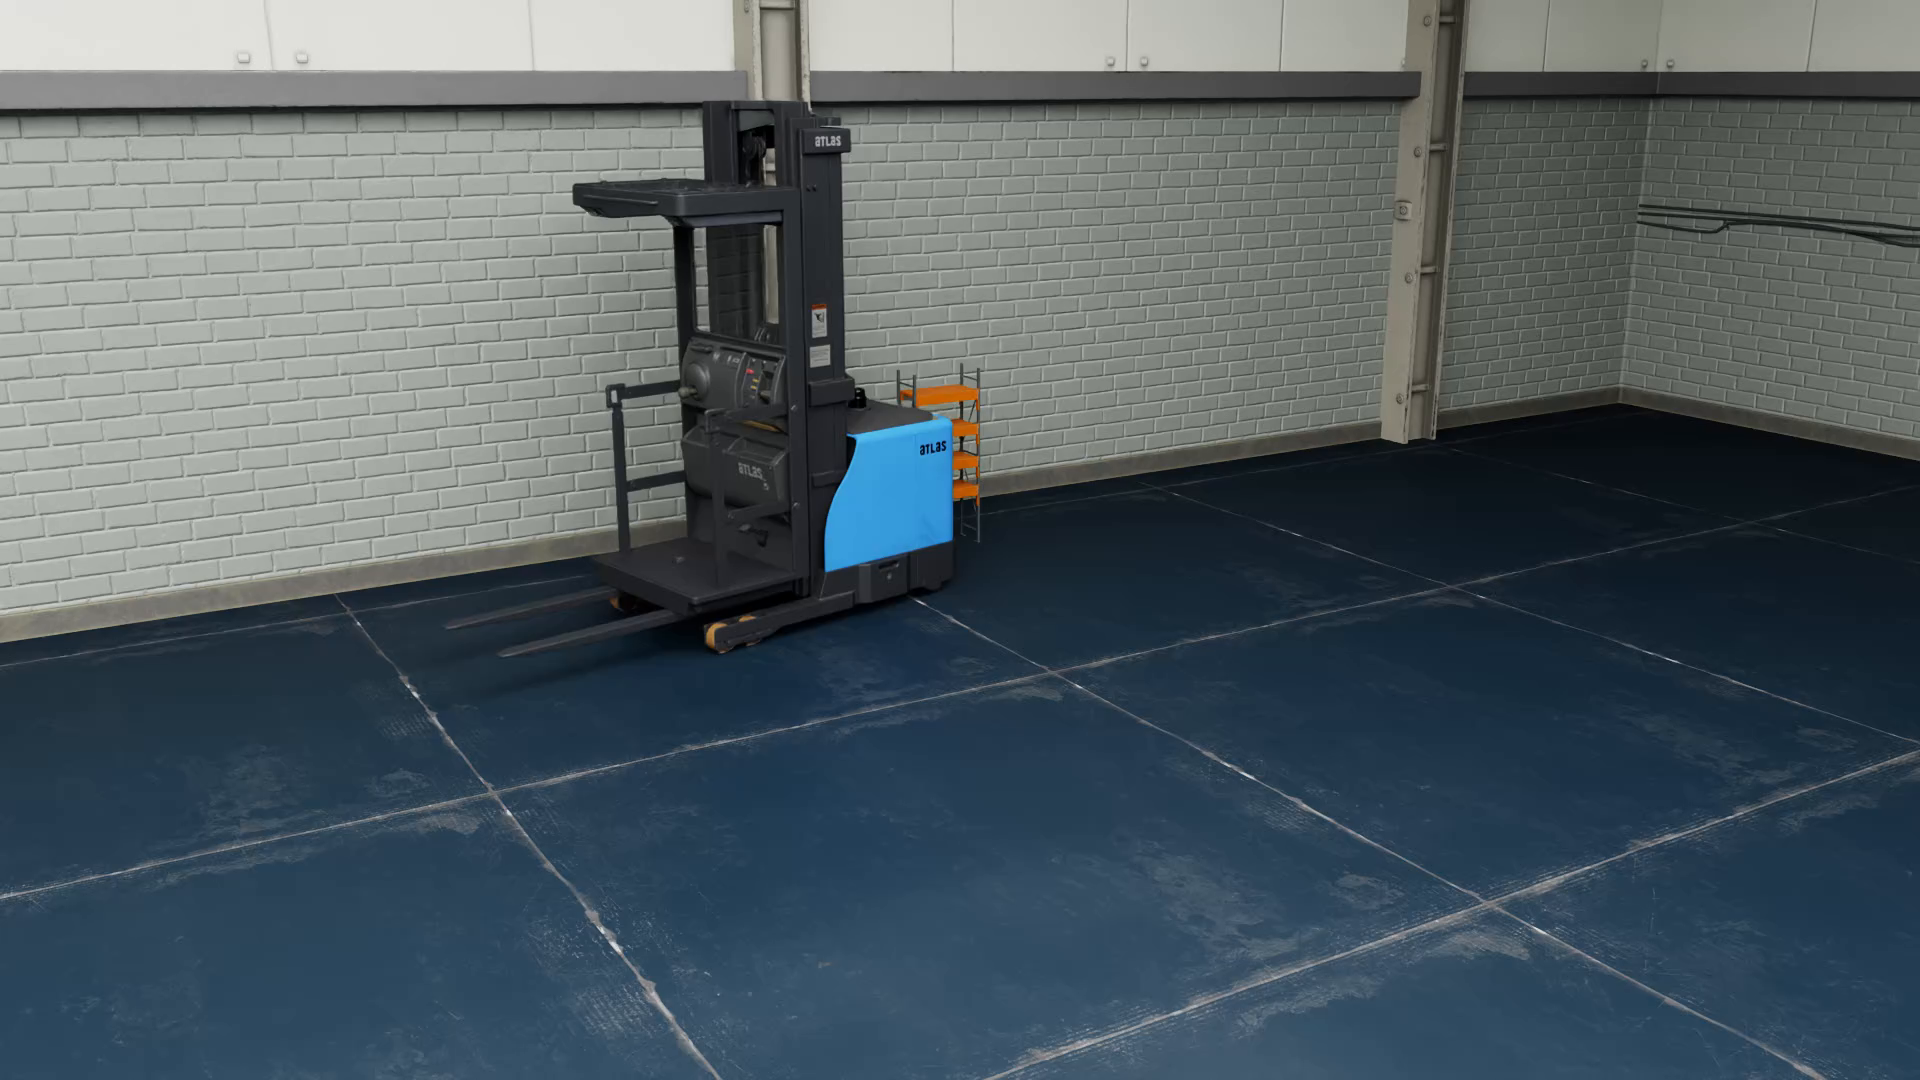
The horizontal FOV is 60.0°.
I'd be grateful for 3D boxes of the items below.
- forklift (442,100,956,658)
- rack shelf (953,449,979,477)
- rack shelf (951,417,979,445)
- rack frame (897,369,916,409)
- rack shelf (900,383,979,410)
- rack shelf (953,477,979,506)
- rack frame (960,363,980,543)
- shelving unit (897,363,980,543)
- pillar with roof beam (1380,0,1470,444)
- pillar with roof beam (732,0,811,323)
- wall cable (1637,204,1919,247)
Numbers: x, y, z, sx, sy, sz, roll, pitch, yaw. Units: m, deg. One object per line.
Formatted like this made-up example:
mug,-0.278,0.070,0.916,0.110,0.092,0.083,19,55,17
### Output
forklift,-1.450,-0.946,9.353,3.031,2.935,1.130,-14,21,-41
rack shelf,-0.142,-0.490,11.184,0.480,0.148,0.258,-9,18,-30
rack shelf,-0.142,-0.705,11.124,0.480,0.148,0.258,-9,18,-30
rack frame,-0.351,-0.521,11.045,0.015,1.200,0.240,-9,18,-30
rack shelf,-0.142,-0.933,11.060,0.480,0.148,0.258,-9,18,-30
rack shelf,-0.142,-0.299,11.238,0.480,0.148,0.258,-9,18,-30
rack frame,0.067,-0.589,11.287,0.015,1.200,0.240,-9,18,-30
shelving unit,-0.142,-0.555,11.166,0.503,1.200,0.258,-9,18,-30
pillar with roof beam,6.143,-4.232,9.834,0.400,9.000,9.100,-9,18,-30
pillar with roof beam,1.000,-3.398,6.858,0.400,9.000,9.100,-9,18,-30
wall cable,7.132,-3.836,14.175,0.112,2.526,3.097,-9,18,-30
